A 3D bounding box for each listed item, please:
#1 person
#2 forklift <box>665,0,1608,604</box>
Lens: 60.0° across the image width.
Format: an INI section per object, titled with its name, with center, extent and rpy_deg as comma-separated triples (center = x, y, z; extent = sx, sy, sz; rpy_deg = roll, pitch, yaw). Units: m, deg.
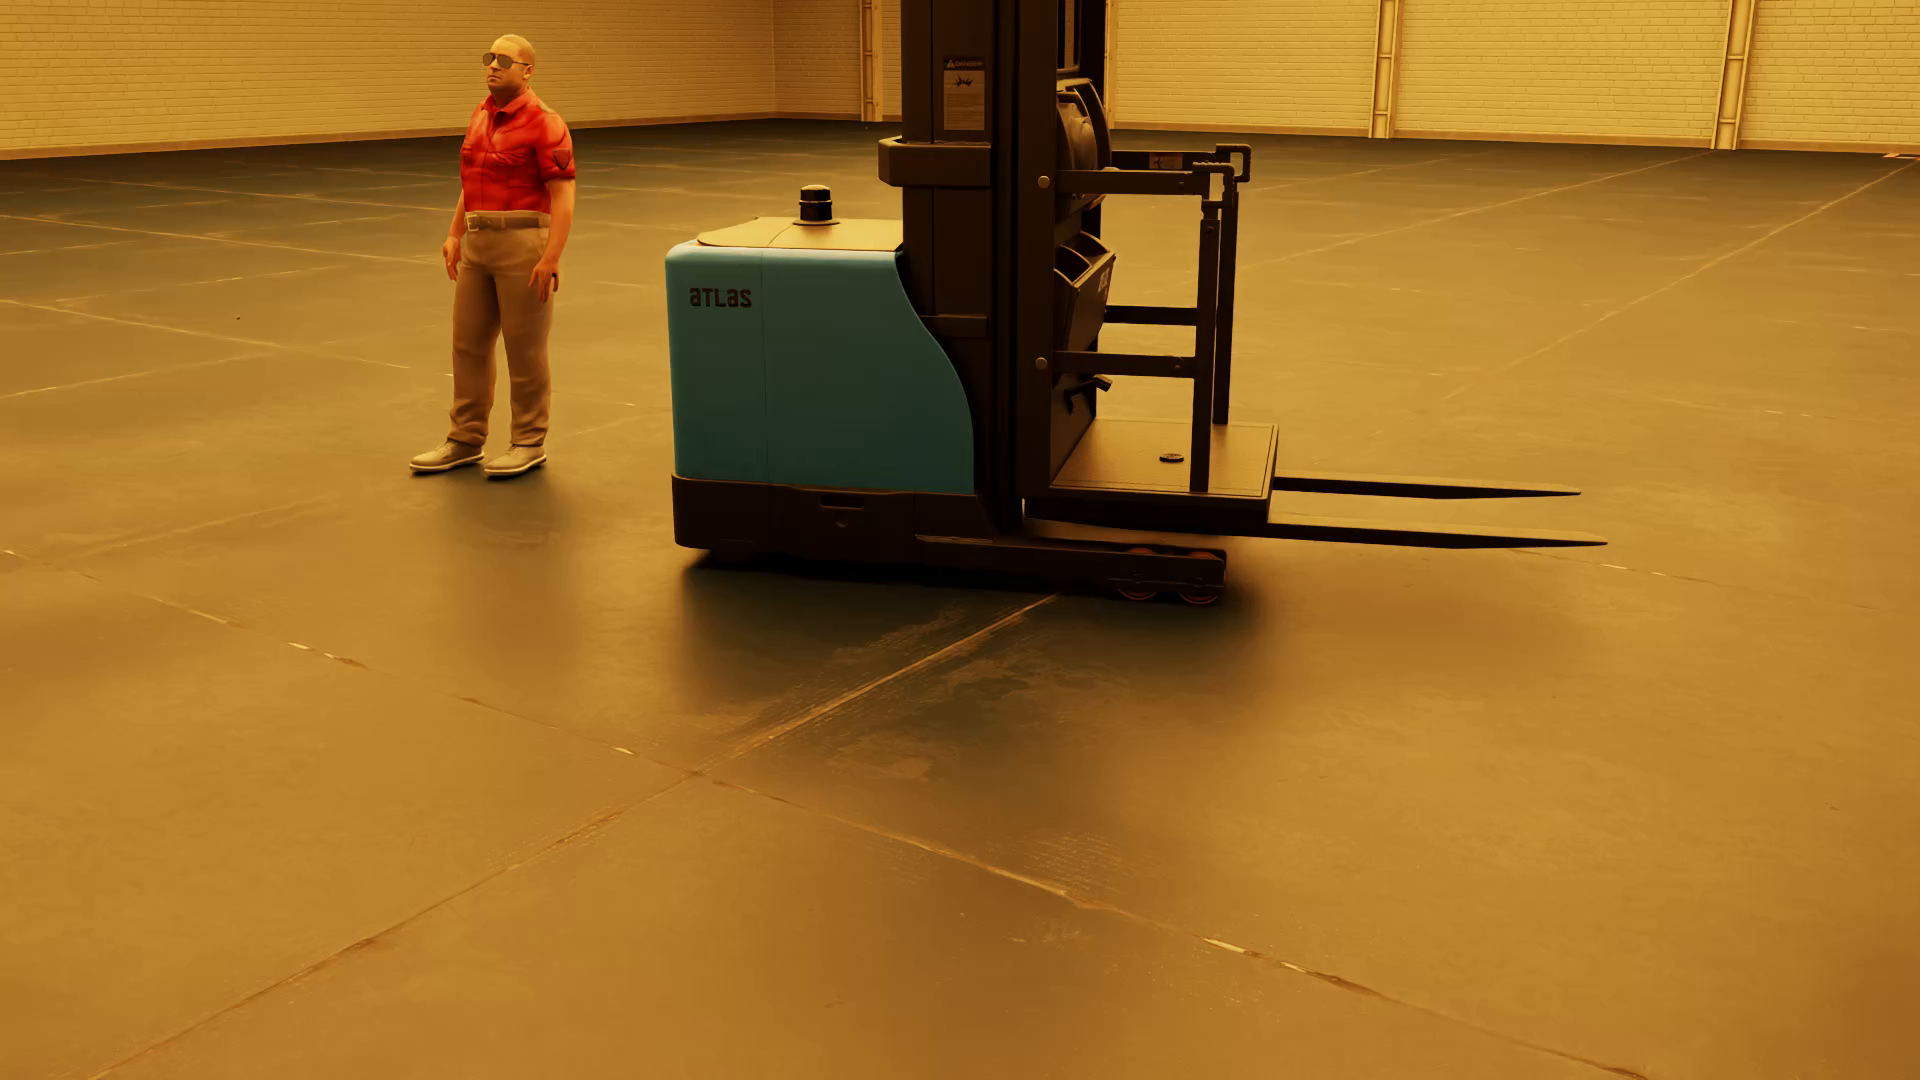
[person]
center = -1.882, -1.126, 6.672
extent = 0.641, 1.727, 0.551
rpy_deg = 11, 20, 32
[forklift]
center = 0.595, -1.367, 5.404
extent = 3.031, 2.935, 1.130
rpy_deg = 4, 17, 12
